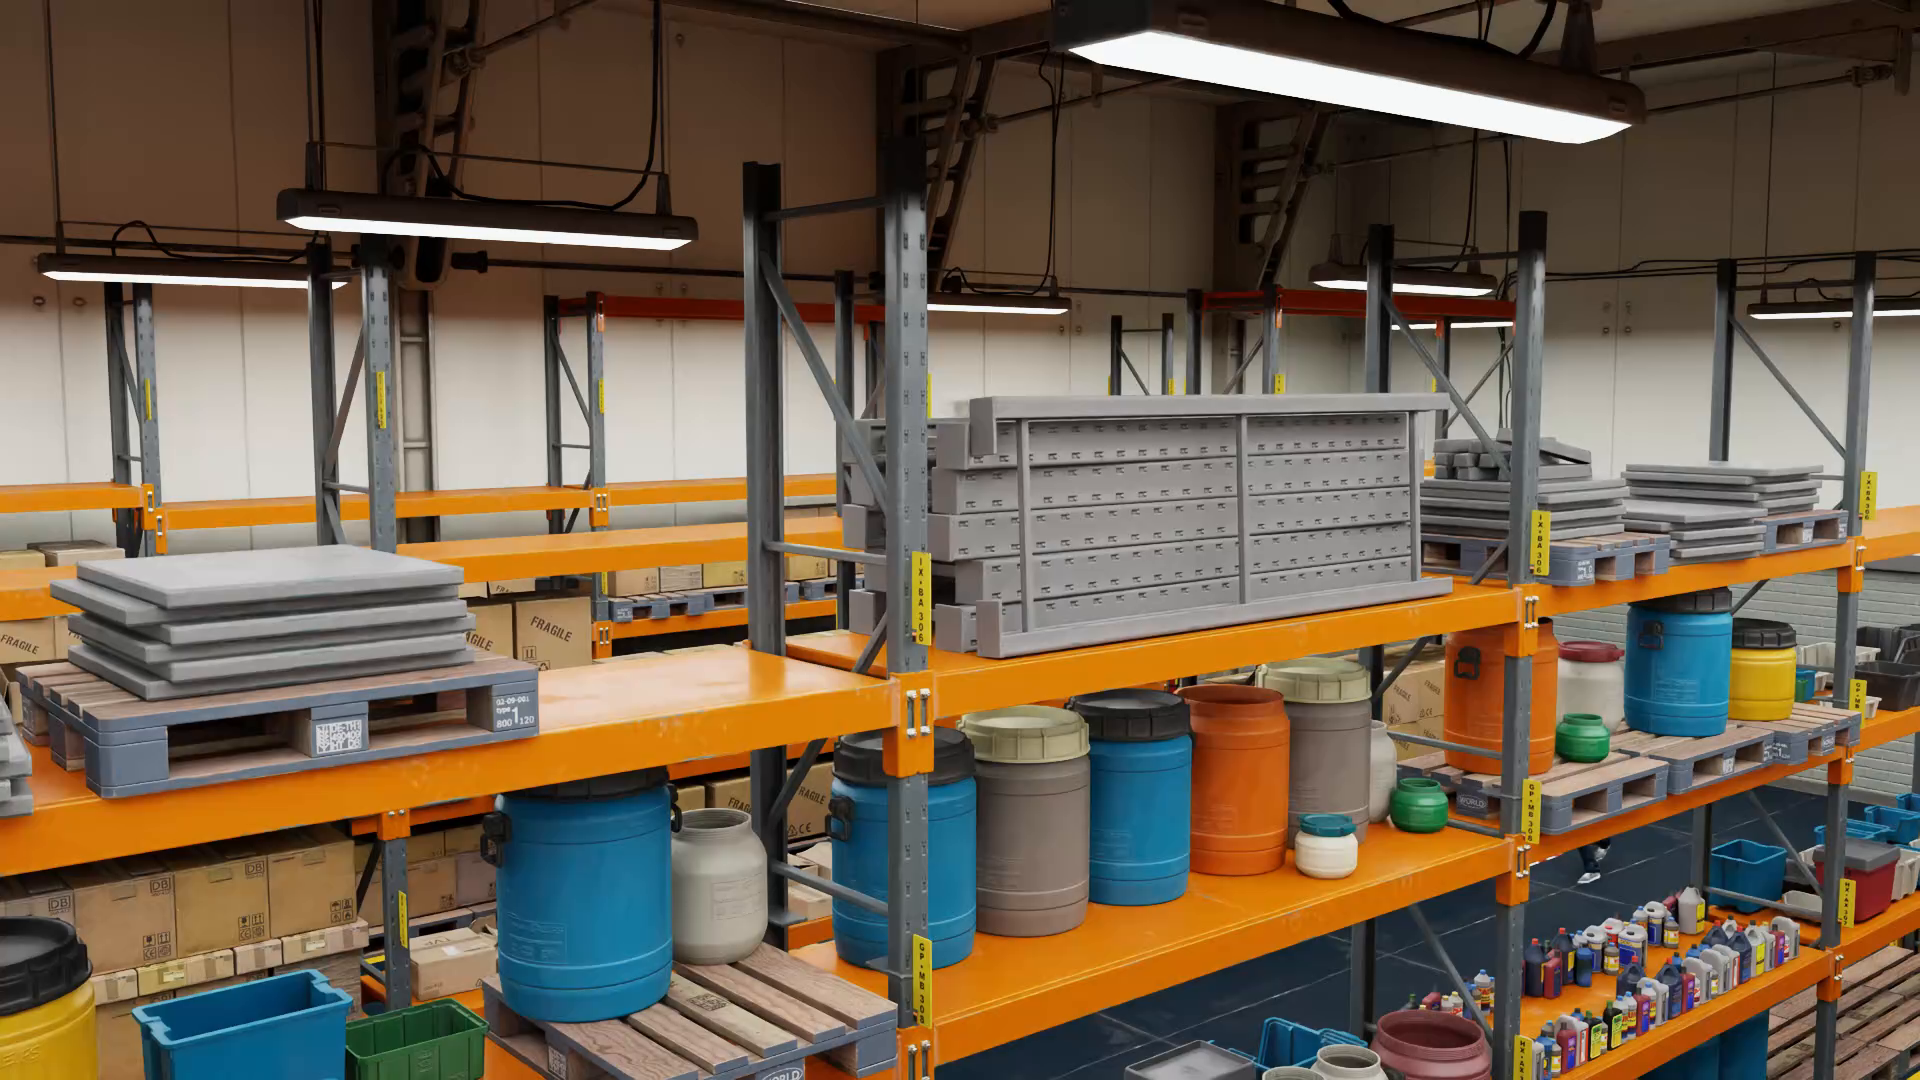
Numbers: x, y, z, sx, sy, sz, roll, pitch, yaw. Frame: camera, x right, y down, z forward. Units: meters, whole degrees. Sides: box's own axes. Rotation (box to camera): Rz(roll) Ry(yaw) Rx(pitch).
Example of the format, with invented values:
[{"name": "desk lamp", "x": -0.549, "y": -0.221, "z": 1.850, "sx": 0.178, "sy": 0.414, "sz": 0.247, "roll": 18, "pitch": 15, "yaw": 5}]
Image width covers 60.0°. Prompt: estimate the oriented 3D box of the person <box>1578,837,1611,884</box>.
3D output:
[{"name": "person", "x": 6.609, "y": 2.829, "z": 17.258, "sx": 0.529, "sy": 1.409, "sz": 1.012, "roll": 5, "pitch": 7, "yaw": 42}]
